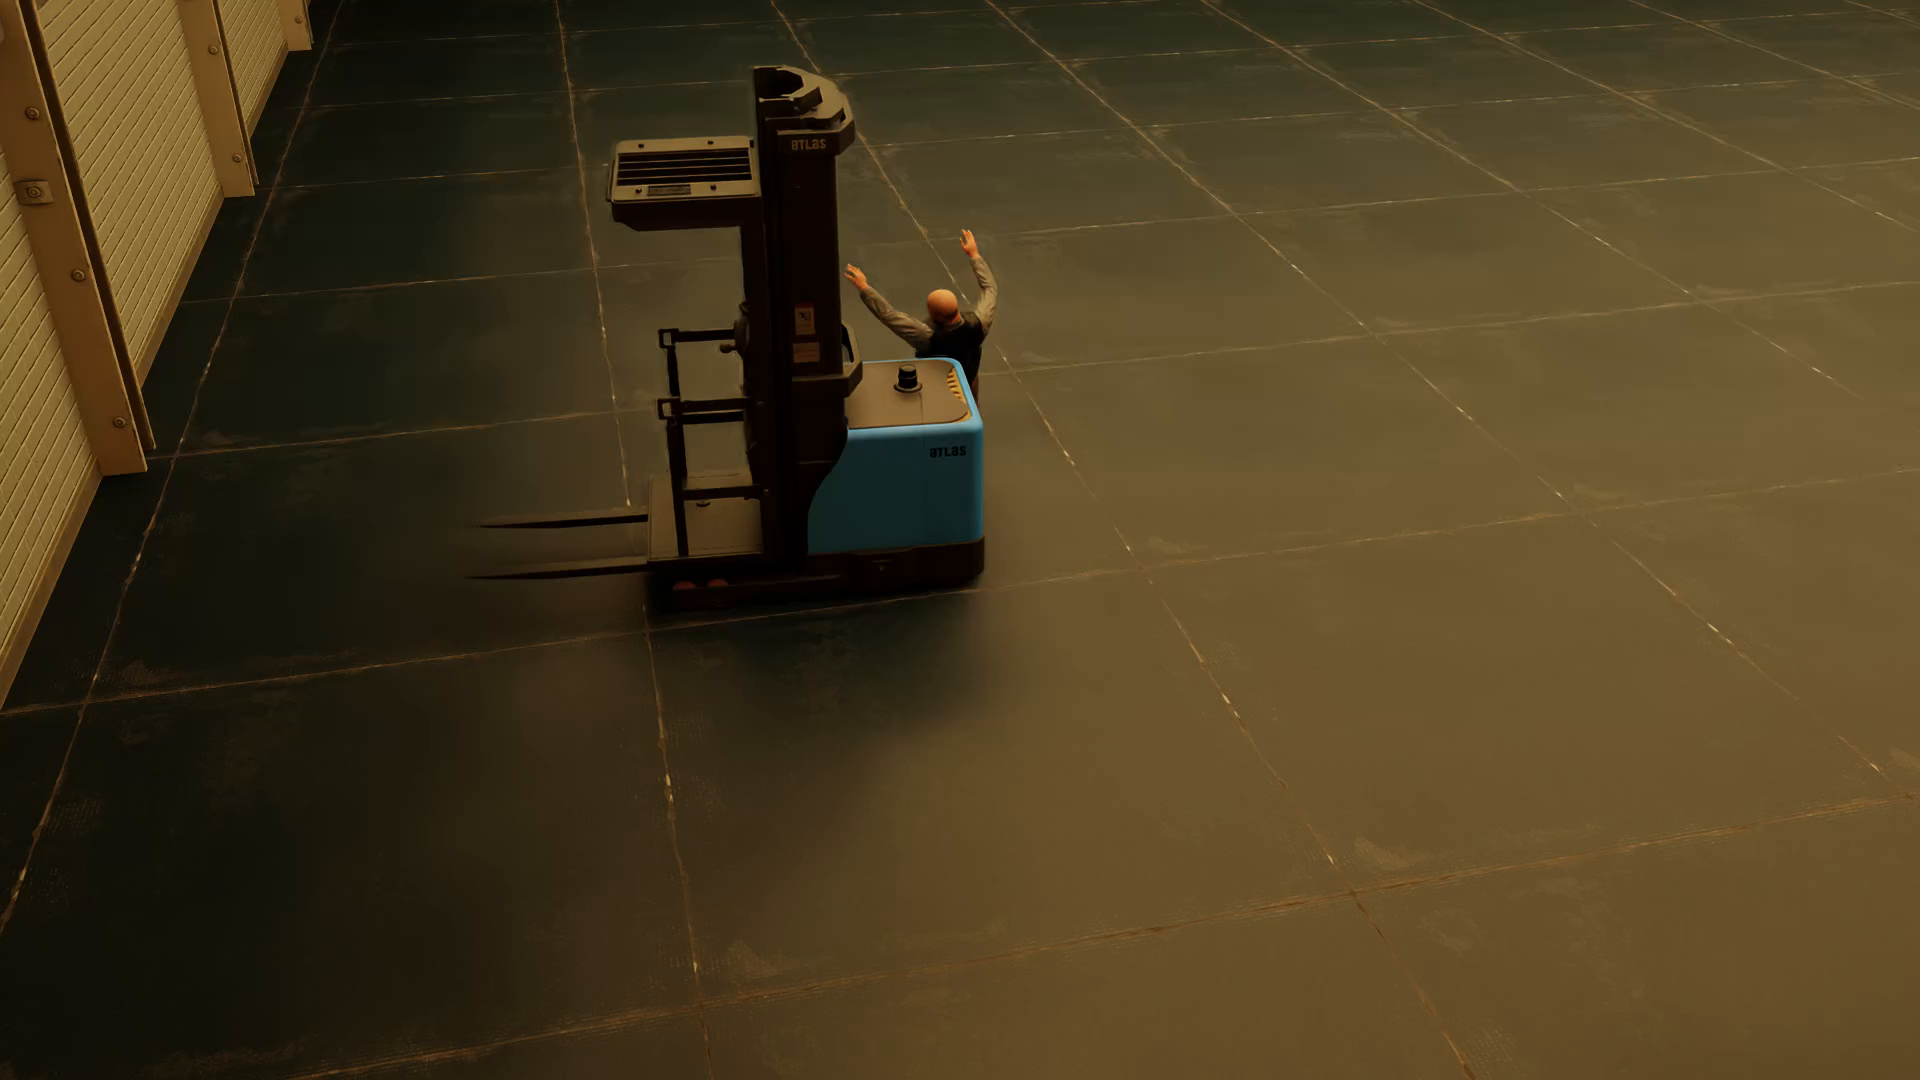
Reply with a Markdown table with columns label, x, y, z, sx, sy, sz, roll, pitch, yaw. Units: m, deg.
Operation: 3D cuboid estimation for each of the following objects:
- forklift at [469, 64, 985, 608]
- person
| label | x | y | z | sx | sy | sz | roll | pitch | yaw |
| --- | --- | --- | --- | --- | --- | --- | --- | --- | --- |
| forklift | -1.413 | -1.139 | 9.542 | 3.031 | 2.935 | 1.130 | -4 | 30 | -7 |
| person | -0.255 | -1.175 | 10.938 | 1.004 | 1.626 | 0.787 | -6 | 31 | -10 |
